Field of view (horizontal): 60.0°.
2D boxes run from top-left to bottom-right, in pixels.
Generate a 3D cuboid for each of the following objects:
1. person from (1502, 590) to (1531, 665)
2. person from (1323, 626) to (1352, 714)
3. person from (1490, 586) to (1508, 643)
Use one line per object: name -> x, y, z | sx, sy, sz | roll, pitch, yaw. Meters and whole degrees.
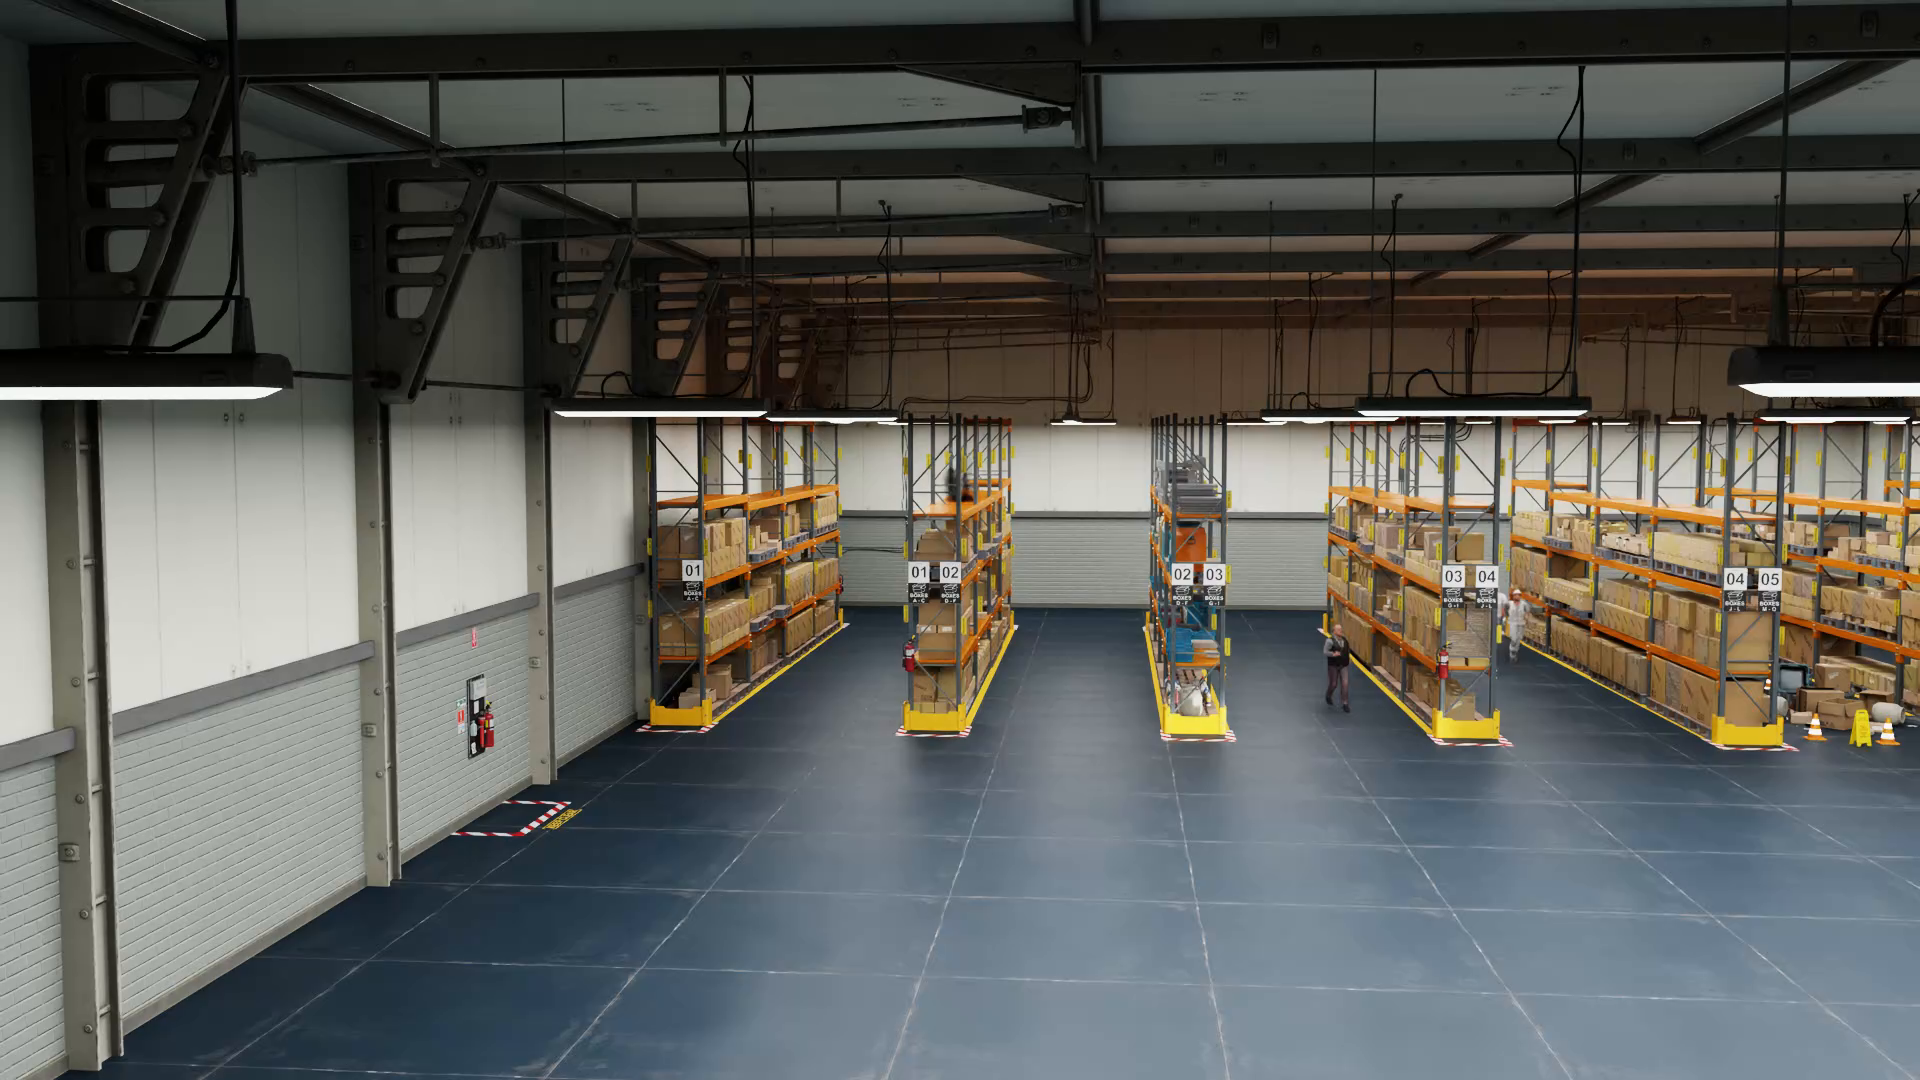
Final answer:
person -> 13.552, 2.119, 40.439 | 0.635, 1.844, 0.782 | 0, 4, 3
person -> 7.656, 2.587, 33.594 | 0.659, 1.720, 0.955 | -1, 4, -9
person -> 13.678, 1.976, 42.516 | 0.688, 1.815, 0.804 | 1, 4, 9
